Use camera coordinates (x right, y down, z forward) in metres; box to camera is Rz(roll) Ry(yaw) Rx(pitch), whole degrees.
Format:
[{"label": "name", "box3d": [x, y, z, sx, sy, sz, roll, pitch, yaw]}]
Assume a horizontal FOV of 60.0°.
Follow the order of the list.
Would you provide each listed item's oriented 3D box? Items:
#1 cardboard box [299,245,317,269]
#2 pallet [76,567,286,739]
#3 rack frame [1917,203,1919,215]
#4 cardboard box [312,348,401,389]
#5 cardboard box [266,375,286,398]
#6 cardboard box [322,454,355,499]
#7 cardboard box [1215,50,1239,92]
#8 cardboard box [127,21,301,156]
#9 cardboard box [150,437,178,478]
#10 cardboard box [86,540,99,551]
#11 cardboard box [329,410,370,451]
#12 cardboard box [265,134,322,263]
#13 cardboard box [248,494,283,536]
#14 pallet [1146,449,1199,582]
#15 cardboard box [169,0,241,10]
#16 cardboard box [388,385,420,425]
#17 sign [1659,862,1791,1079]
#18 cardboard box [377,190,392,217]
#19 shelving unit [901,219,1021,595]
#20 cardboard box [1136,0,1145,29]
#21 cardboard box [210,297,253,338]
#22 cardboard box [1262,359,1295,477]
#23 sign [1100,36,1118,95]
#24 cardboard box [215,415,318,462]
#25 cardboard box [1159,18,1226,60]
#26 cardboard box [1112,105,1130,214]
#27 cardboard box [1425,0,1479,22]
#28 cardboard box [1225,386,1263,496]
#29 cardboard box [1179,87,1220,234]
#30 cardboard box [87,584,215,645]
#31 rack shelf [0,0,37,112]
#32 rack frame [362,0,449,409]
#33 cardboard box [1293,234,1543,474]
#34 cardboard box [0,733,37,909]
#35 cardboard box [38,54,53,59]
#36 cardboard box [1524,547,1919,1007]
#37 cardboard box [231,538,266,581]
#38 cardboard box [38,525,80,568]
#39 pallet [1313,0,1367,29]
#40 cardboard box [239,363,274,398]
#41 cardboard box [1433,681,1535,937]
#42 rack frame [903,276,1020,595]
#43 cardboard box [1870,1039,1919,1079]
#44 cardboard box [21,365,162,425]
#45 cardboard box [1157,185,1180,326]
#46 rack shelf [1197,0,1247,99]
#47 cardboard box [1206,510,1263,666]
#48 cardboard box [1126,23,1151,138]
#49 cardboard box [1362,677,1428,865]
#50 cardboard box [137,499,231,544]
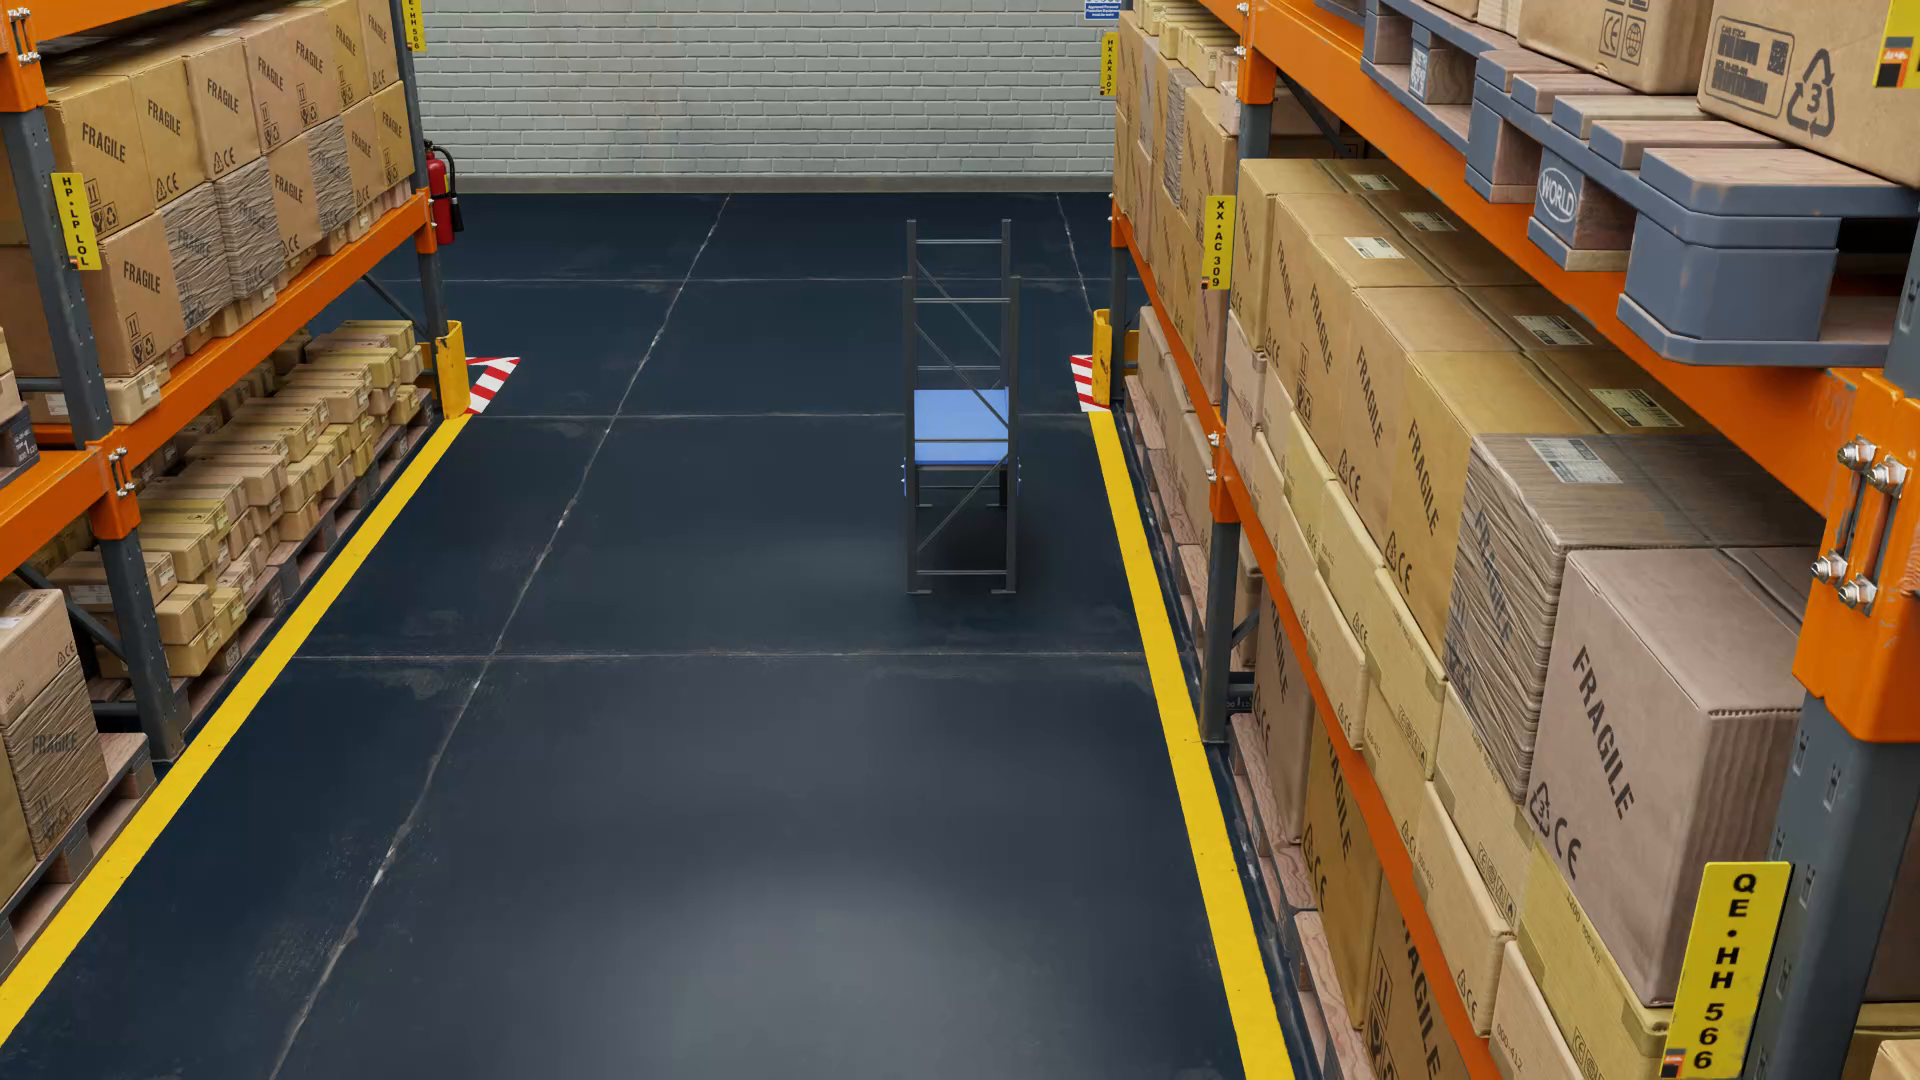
[{"label": "cardboard box", "box3d": [-3.336, -1.400, 8.010, 0.380, 0.149, 0.250, -1, 24, -3]}, {"label": "pallet", "box3d": [-3.548, 0.464, 6.969, 1.003, 0.211, 1.213, 0, 24, -1]}, {"label": "rack frame", "box3d": [1.487, -1.680, 1.044, 1.000, 3.000, 0.127, 0, 24, -1]}, {"label": "cardboard box", "box3d": [-3.214, -0.915, 8.862, 0.380, 0.149, 0.250, -1, 24, -2]}, {"label": "cardboard box", "box3d": [-3.762, -0.776, 8.915, 0.380, 0.149, 0.250, 0, 24, 0]}, {"label": "cardboard box", "box3d": [-3.249, -0.321, 8.270, 0.380, 0.149, 0.250, 0, 24, 0]}, {"label": "cardboard box", "box3d": [1.214, -1.833, 6.540, 0.380, 0.149, 0.250, 0, 24, -1]}, {"label": "cardboard box", "box3d": [-3.266, -1.987, 7.308, 0.500, 0.500, 0.500, -1, 24, -2]}, {"label": "cardboard box", "box3d": [-3.857, -0.376, 7.670, 0.380, 0.149, 0.250, -1, 24, -2]}, {"label": "cardboard box", "box3d": [-3.862, 0.091, 6.997, 0.380, 0.149, 0.250, -1, 24, -2]}, {"label": "cardboard box", "box3d": [-3.231, -0.563, 8.444, 0.380, 0.149, 0.250, 0, 24, 0]}, {"label": "cardboard box", "box3d": [-3.276, -1.549, 7.553, 0.500, 0.500, 0.500, 1, 24, 2]}, {"label": "cardboard box", "box3d": [-3.300, -0.138, 7.504, 0.380, 0.149, 0.250, 1, 24, 2]}, {"label": "pallet", "box3d": [1.497, -0.141, 8.307, 1.003, 0.211, 1.213, 0, 24, -1]}, {"label": "cardboard box", "box3d": [-3.797, -2.421, 8.268, 0.500, 0.500, 0.500, 0, 24, 1]}, {"label": "cardboard box", "box3d": [-3.230, -0.750, 9.217, 0.380, 0.149, 0.250, 0, 24, 1]}, {"label": "sign", "box3d": [0.932, 0.530, 2.033, 0.100, 0.325, 0.005, 0, 24, -1]}, {"label": "cardboard box", "box3d": [-3.297, -1.829, 8.958, 0.380, 0.149, 0.250, 0, 24, -1]}, {"label": "shelving unit", "box3d": [0.001, -0.648, 7.863, 0.538, 1.500, 1.048, 0, 24, -1]}, {"label": "cardboard box", "box3d": [1.089, -2.676, 8.406, 0.380, 0.149, 0.250, 0, 24, 1]}, {"label": "cardboard box", "box3d": [-3.248, -0.966, 7.051, 0.380, 0.149, 0.250, 0, 24, 0]}, {"label": "cardboard box", "box3d": [1.200, -0.356, 4.974, 0.500, 0.250, 0.500, 0, 24, 0]}, {"label": "sign", "box3d": [0.845, -2.673, 9.374, 0.100, 0.325, 0.005, 0, 24, -1]}, {"label": "cardboard box", "box3d": [-3.293, -0.481, 7.901, 0.380, 0.149, 0.250, 0, 24, 0]}, {"label": "cardboard box", "box3d": [1.102, -2.253, 7.469, 0.380, 0.149, 0.250, -1, 24, -2]}, {"label": "cardboard box", "box3d": [1.118, -2.089, 9.108, 0.500, 0.500, 0.500, 0, 24, -1]}, {"label": "cardboard box", "box3d": [1.178, -1.275, 3.157, 0.500, 0.500, 0.500, 0, 24, 0]}, {"label": "cardboard box", "box3d": [1.185, -0.344, 5.552, 0.500, 0.250, 0.500, -1, 24, -2]}, {"label": "cardboard box", "box3d": [1.165, -1.498, 6.587, 0.500, 0.500, 0.500, -1, 24, -1]}, {"label": "cardboard box", "box3d": [-3.189, 0.291, 6.556, 0.380, 0.149, 0.250, 1, 24, 2]}, {"label": "rack shelf", "box3d": [-3.483, -0.745, 3.491, 1.077, 0.370, 4.000, 0, 24, -1]}, {"label": "rack frame", "box3d": [-3.549, -2.179, 9.427, 1.000, 3.000, 0.127, 0, 24, -1]}, {"label": "cardboard box", "box3d": [1.197, -0.497, 4.373, 0.500, 0.500, 0.500, -1, 24, -2]}, {"label": "cardboard box", "box3d": [-3.240, 0.932, 5.072, 0.500, 0.500, 0.500, -1, 24, -2]}, {"label": "cardboard box", "box3d": [-3.791, -1.573, 6.391, 0.500, 0.500, 0.500, -1, 24, -2]}, {"label": "cardboard box", "box3d": [1.220, 0.341, 2.522, 0.500, 0.500, 0.500, -1, 24, -2]}, {"label": "cardboard box", "box3d": [-3.298, 0.109, 7.318, 0.380, 0.149, 0.250, -1, 24, -2]}, {"label": "cardboard box", "box3d": [-3.812, 0.056, 6.715, 0.380, 0.149, 0.250, 0, 24, 0]}, {"label": "pallet", "box3d": [1.503, -1.496, 4.511, 0.805, 0.209, 1.217, -1, 24, -3]}, {"label": "cardboard box", "box3d": [-3.799, -0.805, 8.619, 0.380, 0.149, 0.250, -1, 24, -3]}, {"label": "cardboard box", "box3d": [1.219, 0.485, 3.114, 0.500, 0.250, 0.500, -1, 24, -2]}, {"label": "rack frame", "box3d": [0.006, -0.439, 7.400, 0.500, 1.500, 0.032, 0, 24, -1]}, {"label": "cardboard box", "box3d": [1.261, 0.868, 1.699, 0.500, 0.500, 0.500, -1, 24, -2]}, {"label": "cardboard box", "box3d": [-3.181, -0.534, 6.096, 0.380, 0.149, 0.250, 1, 24, 1]}, {"label": "cardboard box", "box3d": [1.152, -1.249, 7.250, 0.500, 0.500, 0.500, -1, 24, -1]}, {"label": "rack shelf", "box3d": [1.422, -2.457, 7.276, 1.077, 0.370, 4.000, 0, 24, -1]}, {"label": "cardboard box", "box3d": [1.544, 0.123, 6.939, 0.875, 0.438, 0.875, -1, 24, -1]}, {"label": "cardboard box", "box3d": [1.133, -2.332, 8.431, 0.500, 0.500, 0.500, -1, 24, -2]}, {"label": "cardboard box", "box3d": [1.212, 0.497, 3.693, 0.500, 0.250, 0.500, 0, 24, -1]}, {"label": "cardboard box", "box3d": [-3.297, -0.055, 6.959, 0.380, 0.149, 0.250, -1, 24, -1]}]
